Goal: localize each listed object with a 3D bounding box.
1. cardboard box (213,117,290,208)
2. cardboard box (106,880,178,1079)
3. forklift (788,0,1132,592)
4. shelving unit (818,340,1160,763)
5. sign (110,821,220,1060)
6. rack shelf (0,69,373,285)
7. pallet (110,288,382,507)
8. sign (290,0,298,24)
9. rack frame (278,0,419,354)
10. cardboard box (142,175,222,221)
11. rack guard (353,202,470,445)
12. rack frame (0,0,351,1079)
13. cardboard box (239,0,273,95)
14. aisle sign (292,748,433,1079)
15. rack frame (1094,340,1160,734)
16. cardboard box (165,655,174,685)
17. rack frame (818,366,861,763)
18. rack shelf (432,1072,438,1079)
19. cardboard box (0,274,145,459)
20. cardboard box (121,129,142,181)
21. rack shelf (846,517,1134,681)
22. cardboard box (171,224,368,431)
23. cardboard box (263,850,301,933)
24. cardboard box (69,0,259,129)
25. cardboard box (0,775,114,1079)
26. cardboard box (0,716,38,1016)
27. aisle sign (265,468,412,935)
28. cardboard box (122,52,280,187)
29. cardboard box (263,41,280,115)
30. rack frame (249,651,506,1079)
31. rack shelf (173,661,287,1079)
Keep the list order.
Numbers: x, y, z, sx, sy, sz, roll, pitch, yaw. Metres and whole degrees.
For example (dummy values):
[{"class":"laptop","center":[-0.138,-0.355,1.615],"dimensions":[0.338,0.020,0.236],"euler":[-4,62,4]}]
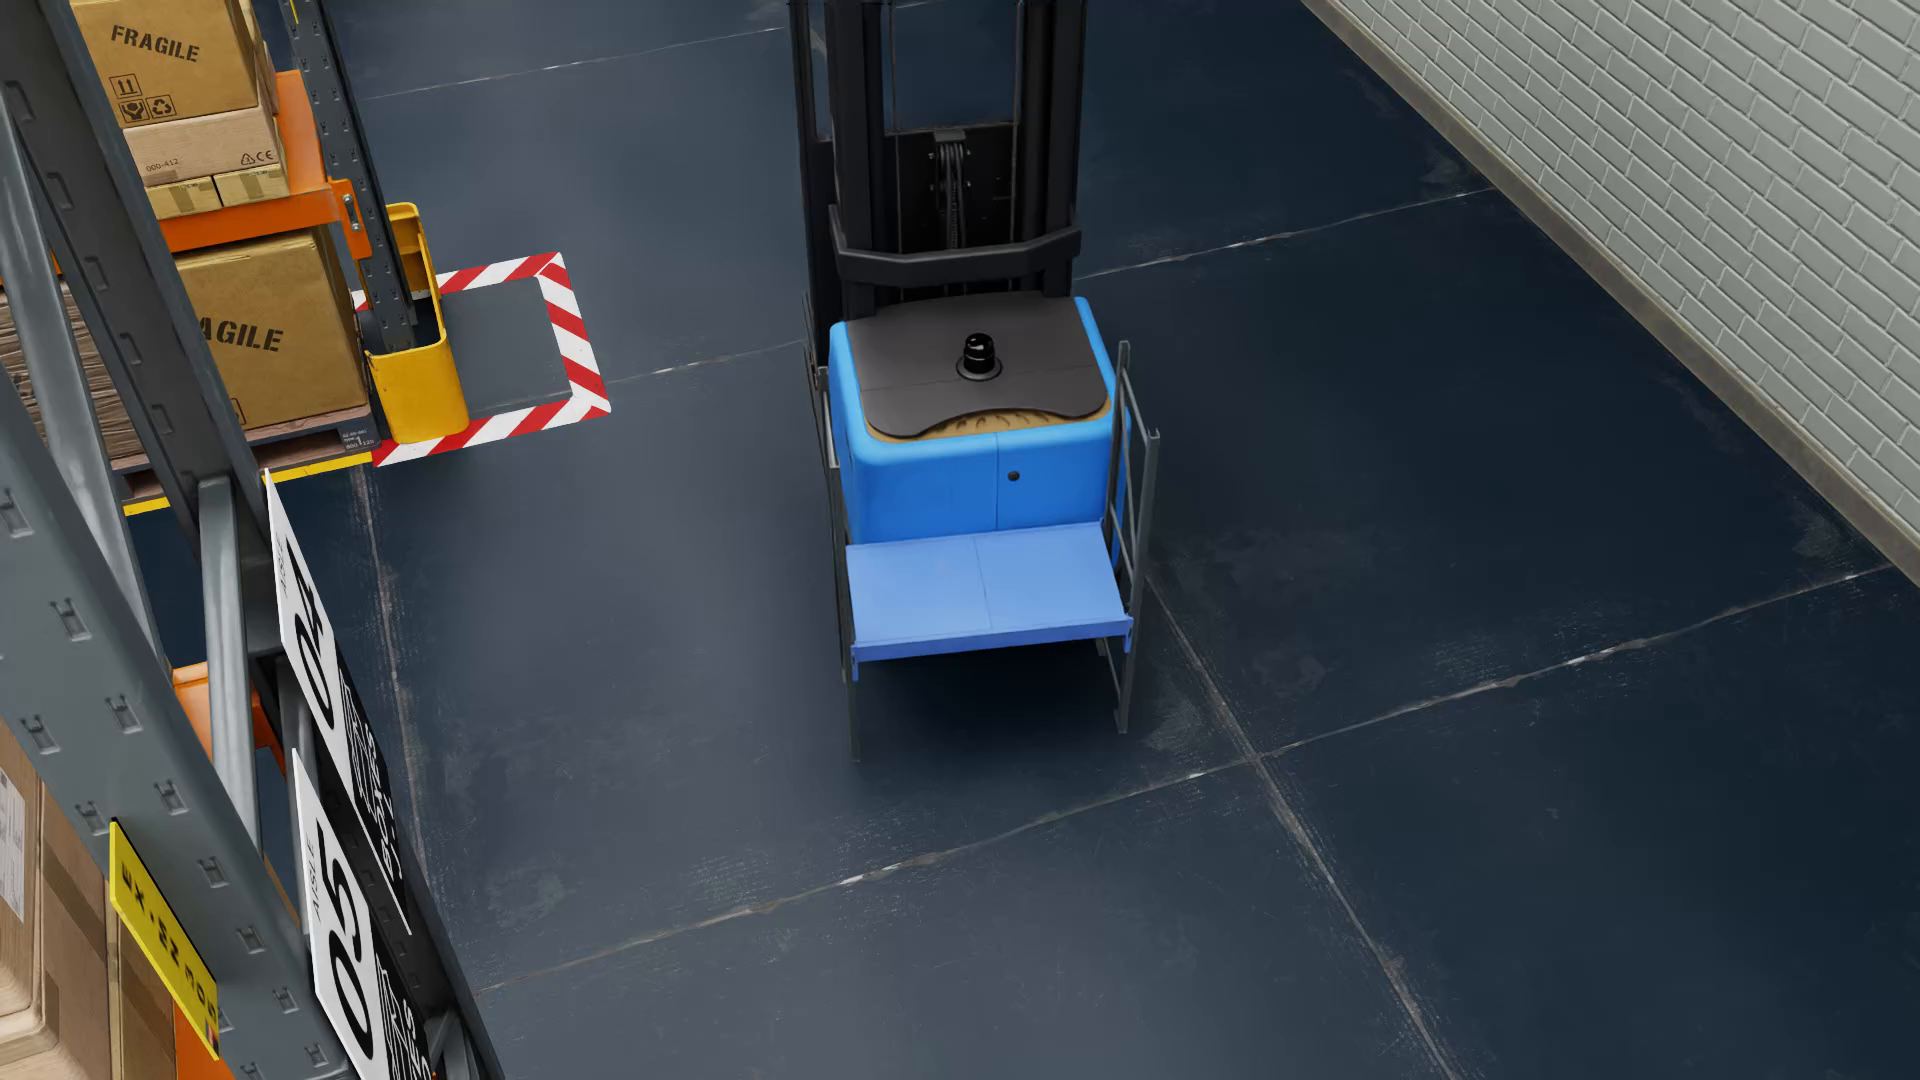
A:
[{"class":"cardboard box","center":[-2.824,-1.506,6.620],"dimensions":[0.250,0.149,0.380],"euler":[-14,47,-13]},{"class":"cardboard box","center":[-1.350,0.709,2.223],"dimensions":[0.500,0.250,0.500],"euler":[-15,47,-15]},{"class":"forklift","center":[-0.120,-1.671,6.655],"dimensions":[1.130,2.935,3.031],"euler":[-7,46,-7]},{"class":"shelving unit","center":[0.082,0.080,5.920],"dimensions":[1.048,1.500,0.538],"euler":[-6,45,-5]},{"class":"sign","center":[-0.843,0.432,1.768],"dimensions":[0.005,0.325,0.100],"euler":[-14,47,-14]},{"class":"rack shelf","center":[-4.482,-1.165,6.610],"dimensions":[4.000,0.370,1.077],"euler":[-14,47,-14]},{"class":"pallet","center":[-3.327,-0.671,7.579],"dimensions":[1.213,0.211,1.003],"euler":[-14,47,-14]},{"class":"sign","center":[-2.430,-2.027,5.977],"dimensions":[0.005,0.325,0.100],"euler":[-14,47,-14]},{"class":"rack frame","center":[-2.601,-1.900,6.835],"dimensions":[0.127,3.000,1.000],"euler":[-14,47,-14]},{"class":"cardboard box","center":[-3.068,-1.443,6.557],"dimensions":[0.250,0.149,0.380],"euler":[-14,47,-13]},{"class":"rack guard","center":[-2.579,-1.023,7.726],"dimensions":[0.348,0.500,1.175],"euler":[-14,47,-14]},{"class":"rack frame","center":[-1.012,-0.689,1.393],"dimensions":[0.127,3.000,1.000],"euler":[-14,47,-14]},{"class":"cardboard box","center":[-3.144,-2.016,6.847],"dimensions":[0.500,0.250,0.500],"euler":[-16,47,-15]},{"class":"aisle sign","center":[-0.842,0.693,2.415],"dimensions":[0.004,0.787,0.394],"euler":[-14,47,-14]},{"class":"rack frame","center":[0.586,0.032,5.969],"dimensions":[0.032,1.500,0.500],"euler":[-6,45,-5]},{"class":"cardboard box","center":[-1.521,0.361,2.570],"dimensions":[0.500,0.250,0.500],"euler":[-13,46,-12]},{"class":"rack frame","center":[-0.422,0.129,5.872],"dimensions":[0.032,1.500,0.500],"euler":[-6,45,-5]},{"class":"rack shelf","center":[-2.893,2.164,3.293],"dimensions":[4.000,0.370,1.077],"euler":[-14,47,-14]},{"class":"cardboard box","center":[-4.032,-0.872,7.014],"dimensions":[0.875,0.875,0.875],"euler":[-14,47,-14]},{"class":"cardboard box","center":[-3.444,-1.537,6.369],"dimensions":[0.500,0.250,0.500],"euler":[-15,47,-15]},{"class":"rack shelf","center":[0.082,0.207,6.048],"dimensions":[1.000,0.185,0.538],"euler":[-6,45,-5]},{"class":"cardboard box","center":[-3.176,-1.091,7.232],"dimensions":[0.875,0.875,0.875],"euler":[-14,47,-14]},{"class":"cardboard box","center":[-1.525,0.867,3.091],"dimensions":[0.500,0.500,0.500],"euler":[-15,47,-14]},{"class":"cardboard box","center":[-2.970,-1.924,6.226],"dimensions":[0.500,0.500,0.500],"euler":[-14,47,-13]},{"class":"cardboard box","center":[-1.359,0.527,2.052],"dimensions":[0.500,0.250,0.500],"euler":[-16,47,-15]},{"class":"cardboard box","center":[-1.225,0.381,1.915],"dimensions":[0.250,0.149,0.380],"euler":[-15,47,-14]},{"class":"aisle sign","center":[-1.045,0.294,2.813],"dimensions":[0.004,0.787,0.394],"euler":[-14,47,-14]},{"class":"cardboard box","center":[-2.967,-1.659,6.490],"dimensions":[0.500,0.250,0.500],"euler":[-15,47,-14]},{"class":"cardboard box","center":[-3.047,-1.946,7.058],"dimensions":[0.250,0.149,0.380],"euler":[-14,47,-13]},{"class":"rack frame","center":[-1.012,1.429,3.517],"dimensions":[0.127,3.000,1.000],"euler":[-14,47,-14]},{"class":"rack shelf","center":[-2.893,1.105,2.230],"dimensions":[4.000,0.370,1.077],"euler":[-14,47,-14]}]
